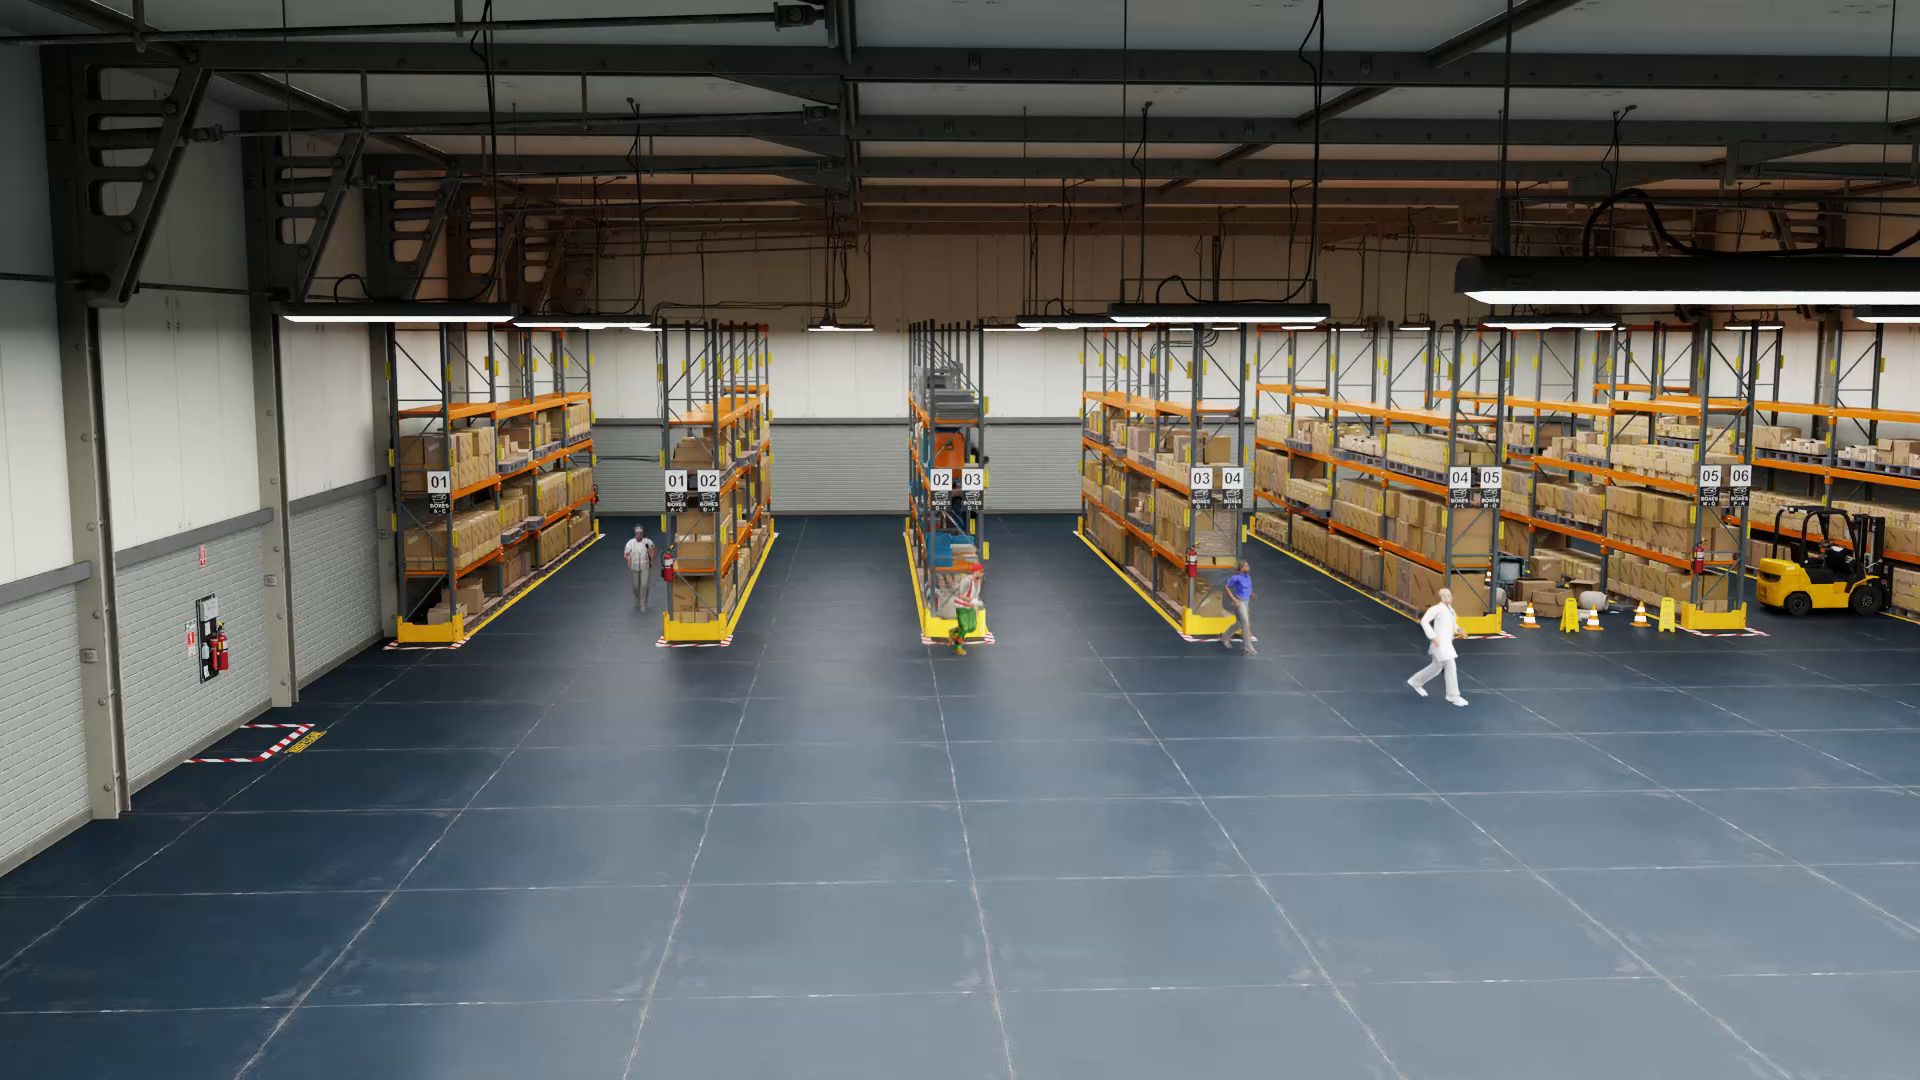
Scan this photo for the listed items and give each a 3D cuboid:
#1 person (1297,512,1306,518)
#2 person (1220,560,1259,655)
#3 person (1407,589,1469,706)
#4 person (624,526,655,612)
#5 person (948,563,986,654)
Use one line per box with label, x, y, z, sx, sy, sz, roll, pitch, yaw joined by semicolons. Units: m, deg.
person;10.260;-1.234;49.382;0.765;1.778;0.701;0;7;0
person;5.084;1.200;30.046;0.808;1.678;0.579;5;9;37
person;7.488;1.642;25.962;0.993;1.799;0.712;4;8;30
person;-6.672;0.571;34.673;0.647;1.768;0.943;-1;7;-11
person;0.161;1.222;29.916;0.823;1.661;0.679;5;9;37
